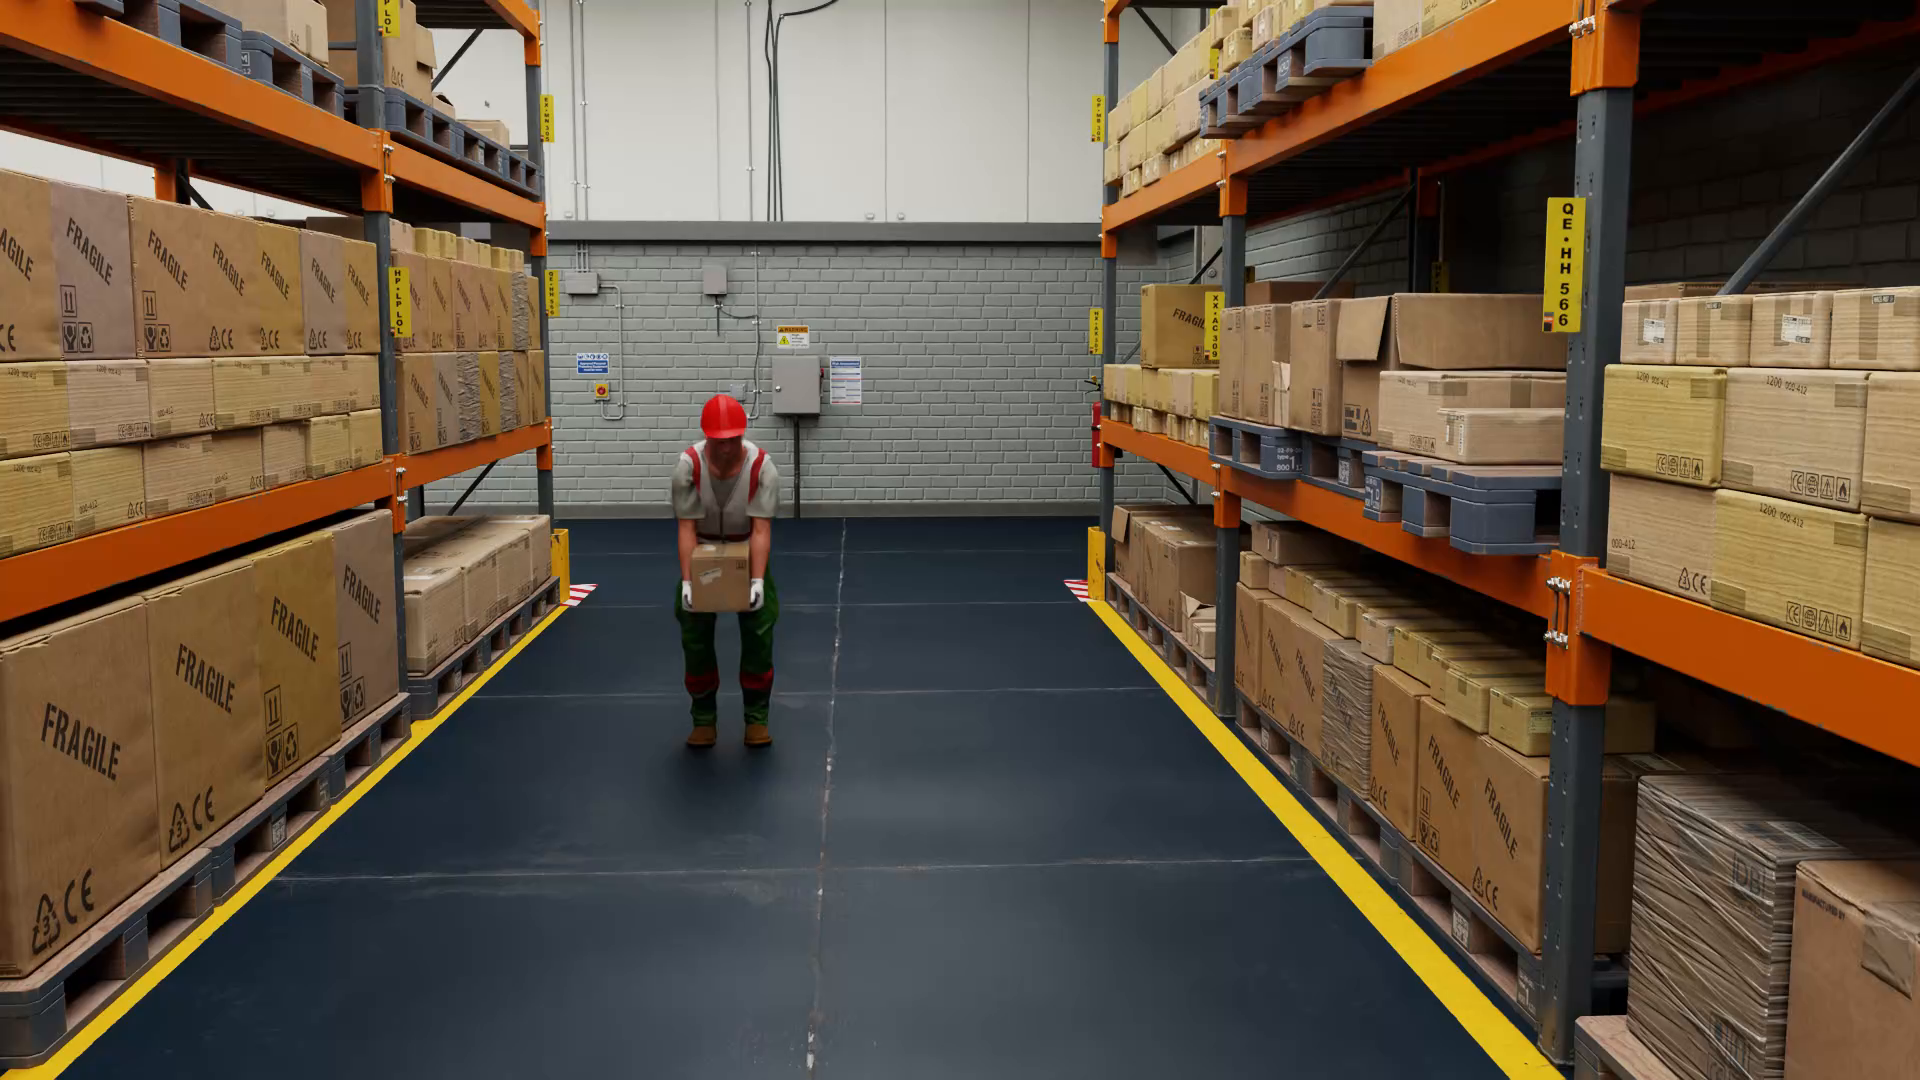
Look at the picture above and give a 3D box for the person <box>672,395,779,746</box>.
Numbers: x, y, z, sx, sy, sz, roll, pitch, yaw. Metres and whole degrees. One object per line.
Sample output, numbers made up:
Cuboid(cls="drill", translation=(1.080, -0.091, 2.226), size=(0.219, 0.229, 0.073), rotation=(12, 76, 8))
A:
Cuboid(cls="person", translation=(-1.060, 0.150, 7.546), size=(0.490, 1.627, 0.740), rotation=(-1, 7, -5))
